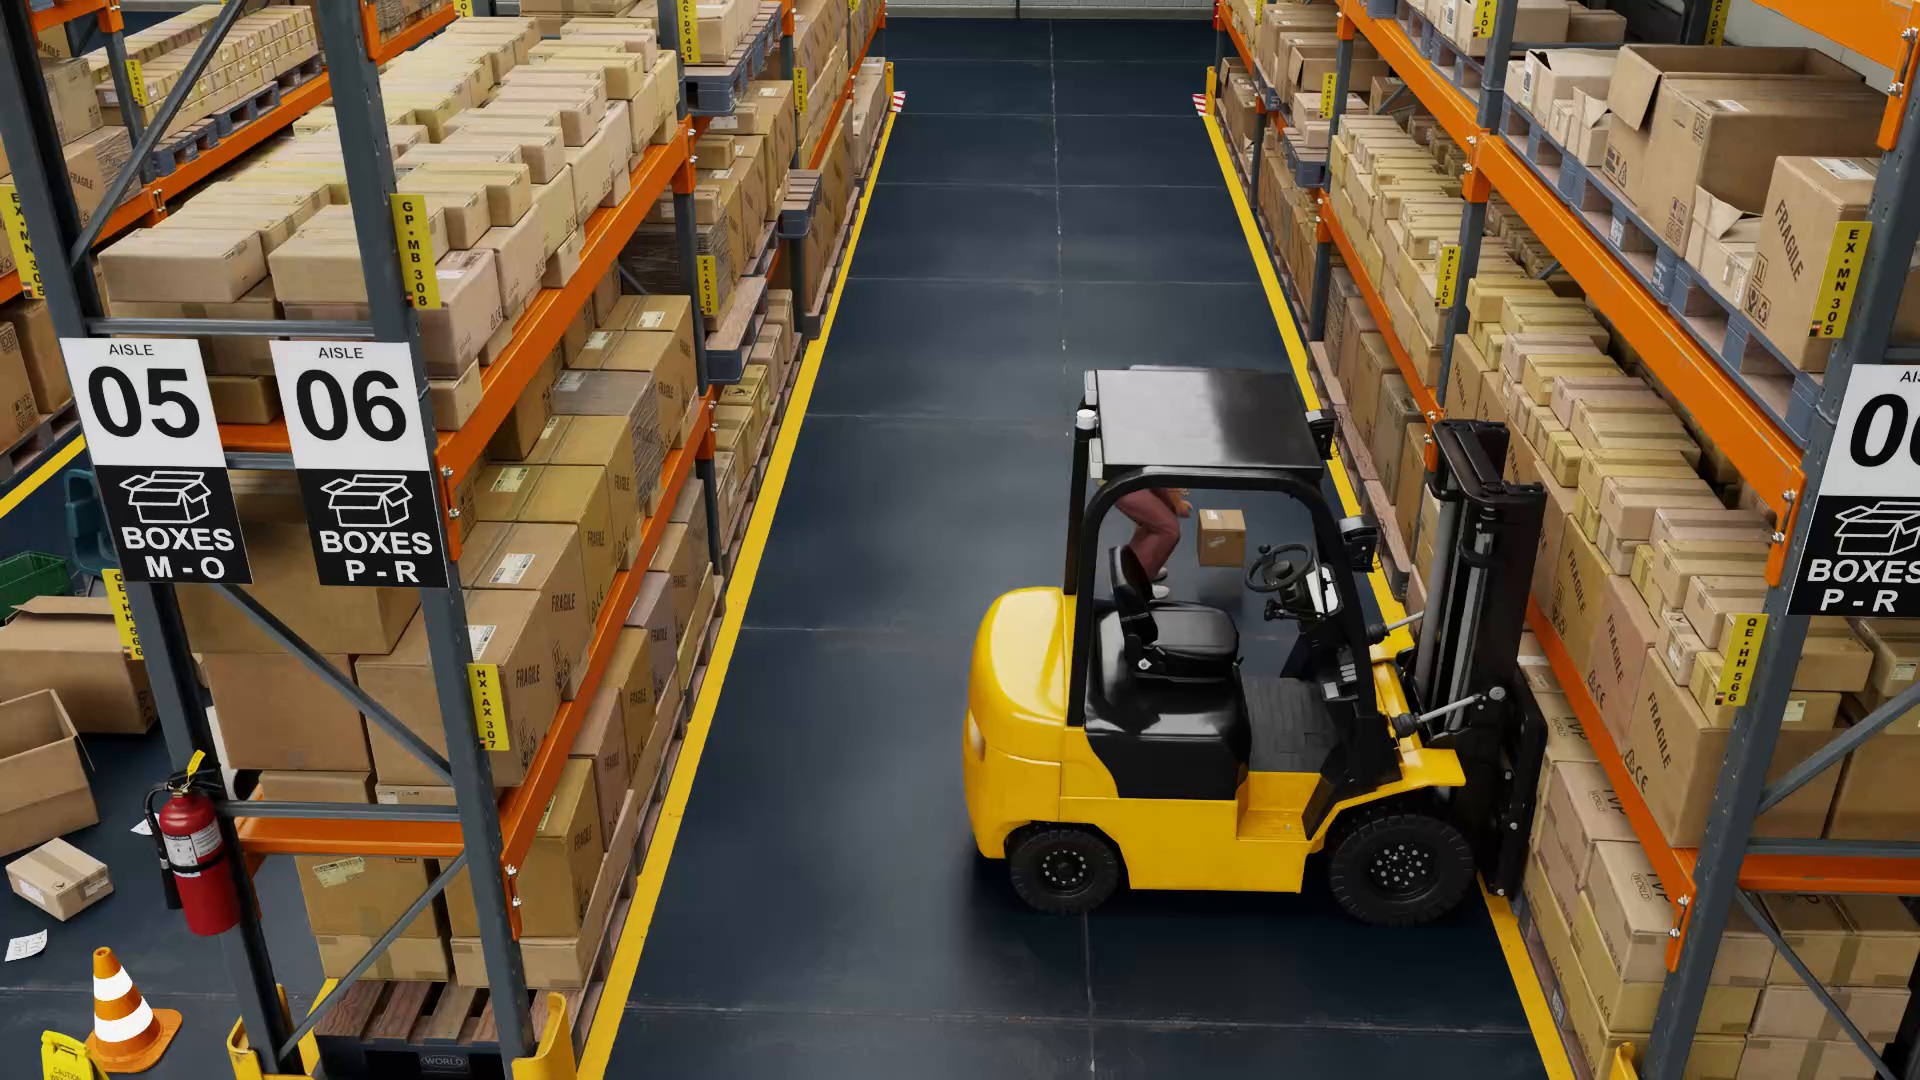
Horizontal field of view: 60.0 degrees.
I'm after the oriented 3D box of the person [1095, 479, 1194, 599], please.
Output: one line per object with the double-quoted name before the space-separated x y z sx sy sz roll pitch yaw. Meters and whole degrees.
"person" 1.101 -0.344 9.607 0.650 1.363 0.511 1 28 2
